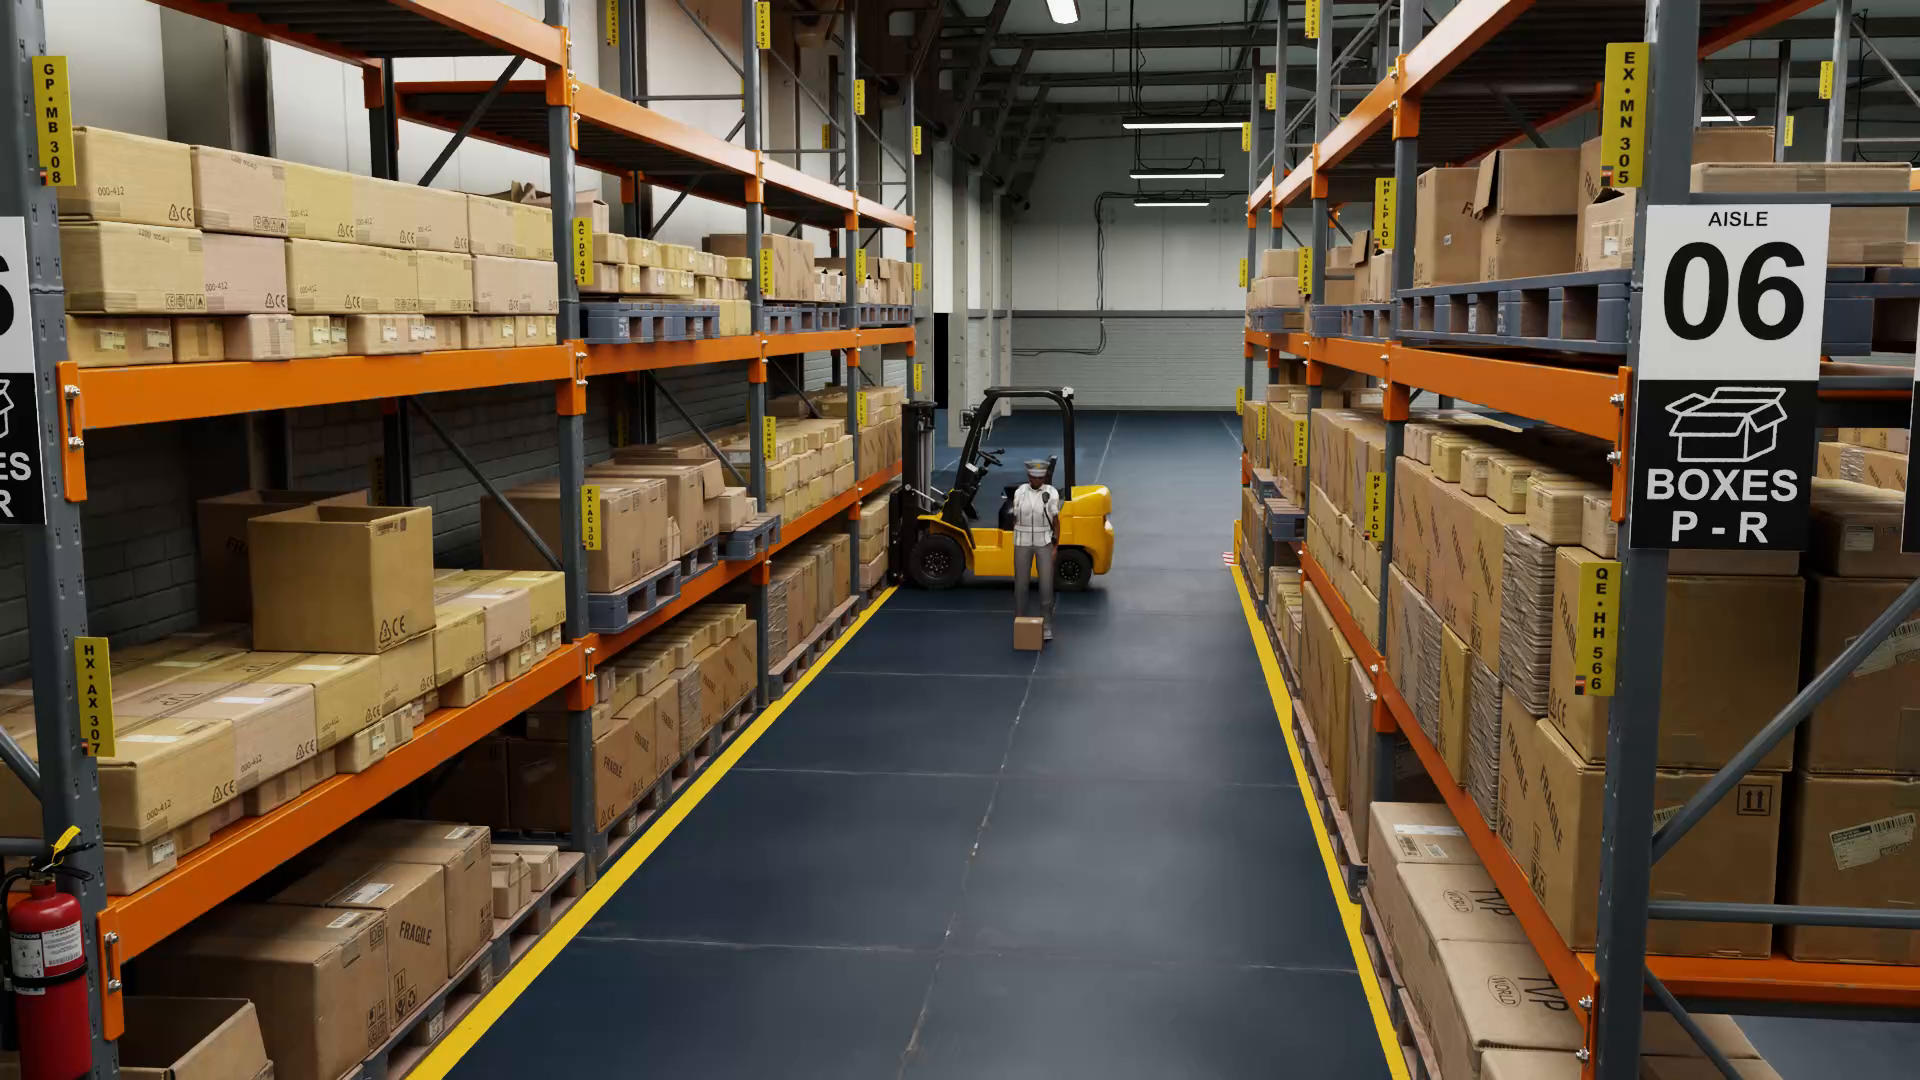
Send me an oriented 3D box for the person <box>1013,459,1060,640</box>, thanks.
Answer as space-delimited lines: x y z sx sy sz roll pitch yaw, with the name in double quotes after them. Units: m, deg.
0.698 0.086 15.223 0.439 1.659 0.339 1 8 7 "person"
